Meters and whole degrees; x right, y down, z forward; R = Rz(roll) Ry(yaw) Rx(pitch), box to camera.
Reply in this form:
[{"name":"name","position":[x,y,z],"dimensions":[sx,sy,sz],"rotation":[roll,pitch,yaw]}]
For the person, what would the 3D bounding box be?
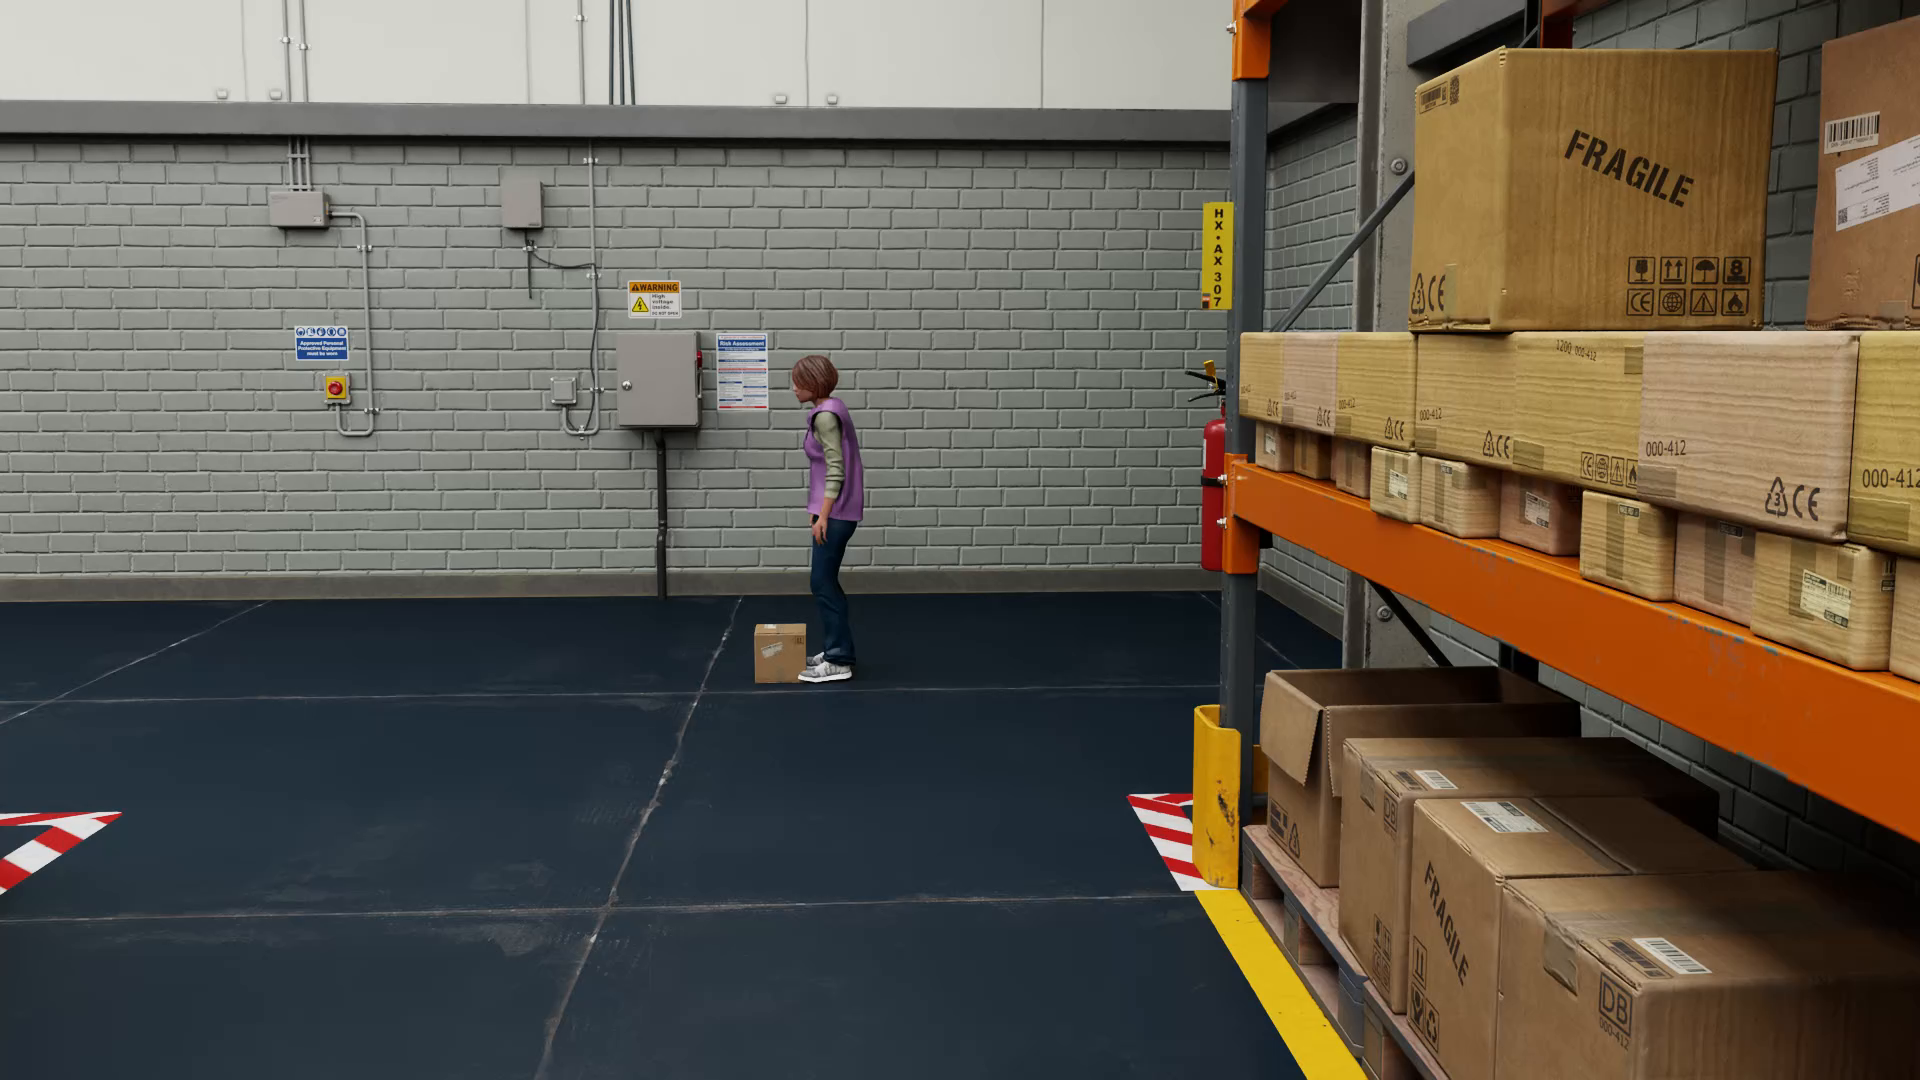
[{"name":"person","position":[-0.646,-0.109,8.175],"dimensions":[0.343,1.594,0.481],"rotation":[-1,7,-6]}]
